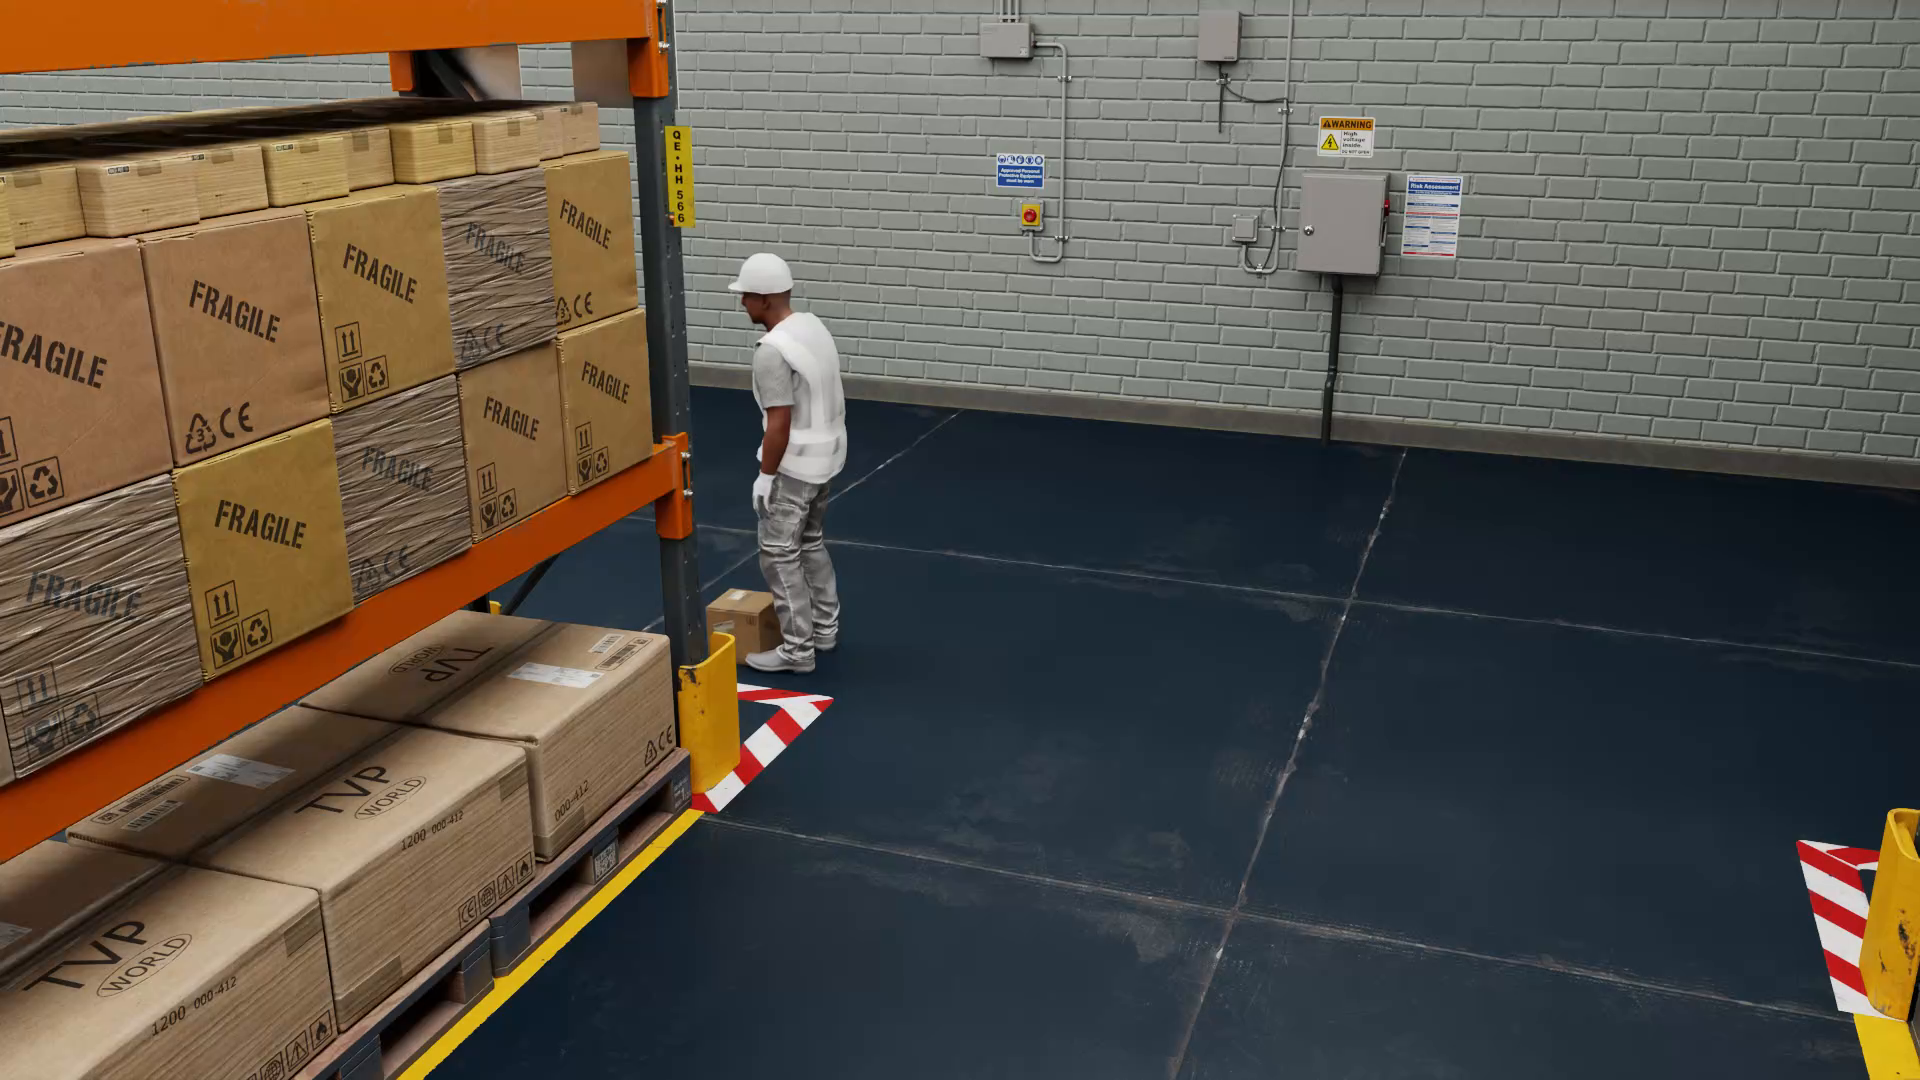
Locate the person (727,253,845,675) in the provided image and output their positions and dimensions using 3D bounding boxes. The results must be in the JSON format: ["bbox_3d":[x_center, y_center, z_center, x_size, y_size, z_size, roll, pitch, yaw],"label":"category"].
[{"bbox_3d":[-0.722,-0.315,6.984,0.444,1.775,0.629,5,19,15],"label":"person"}]
